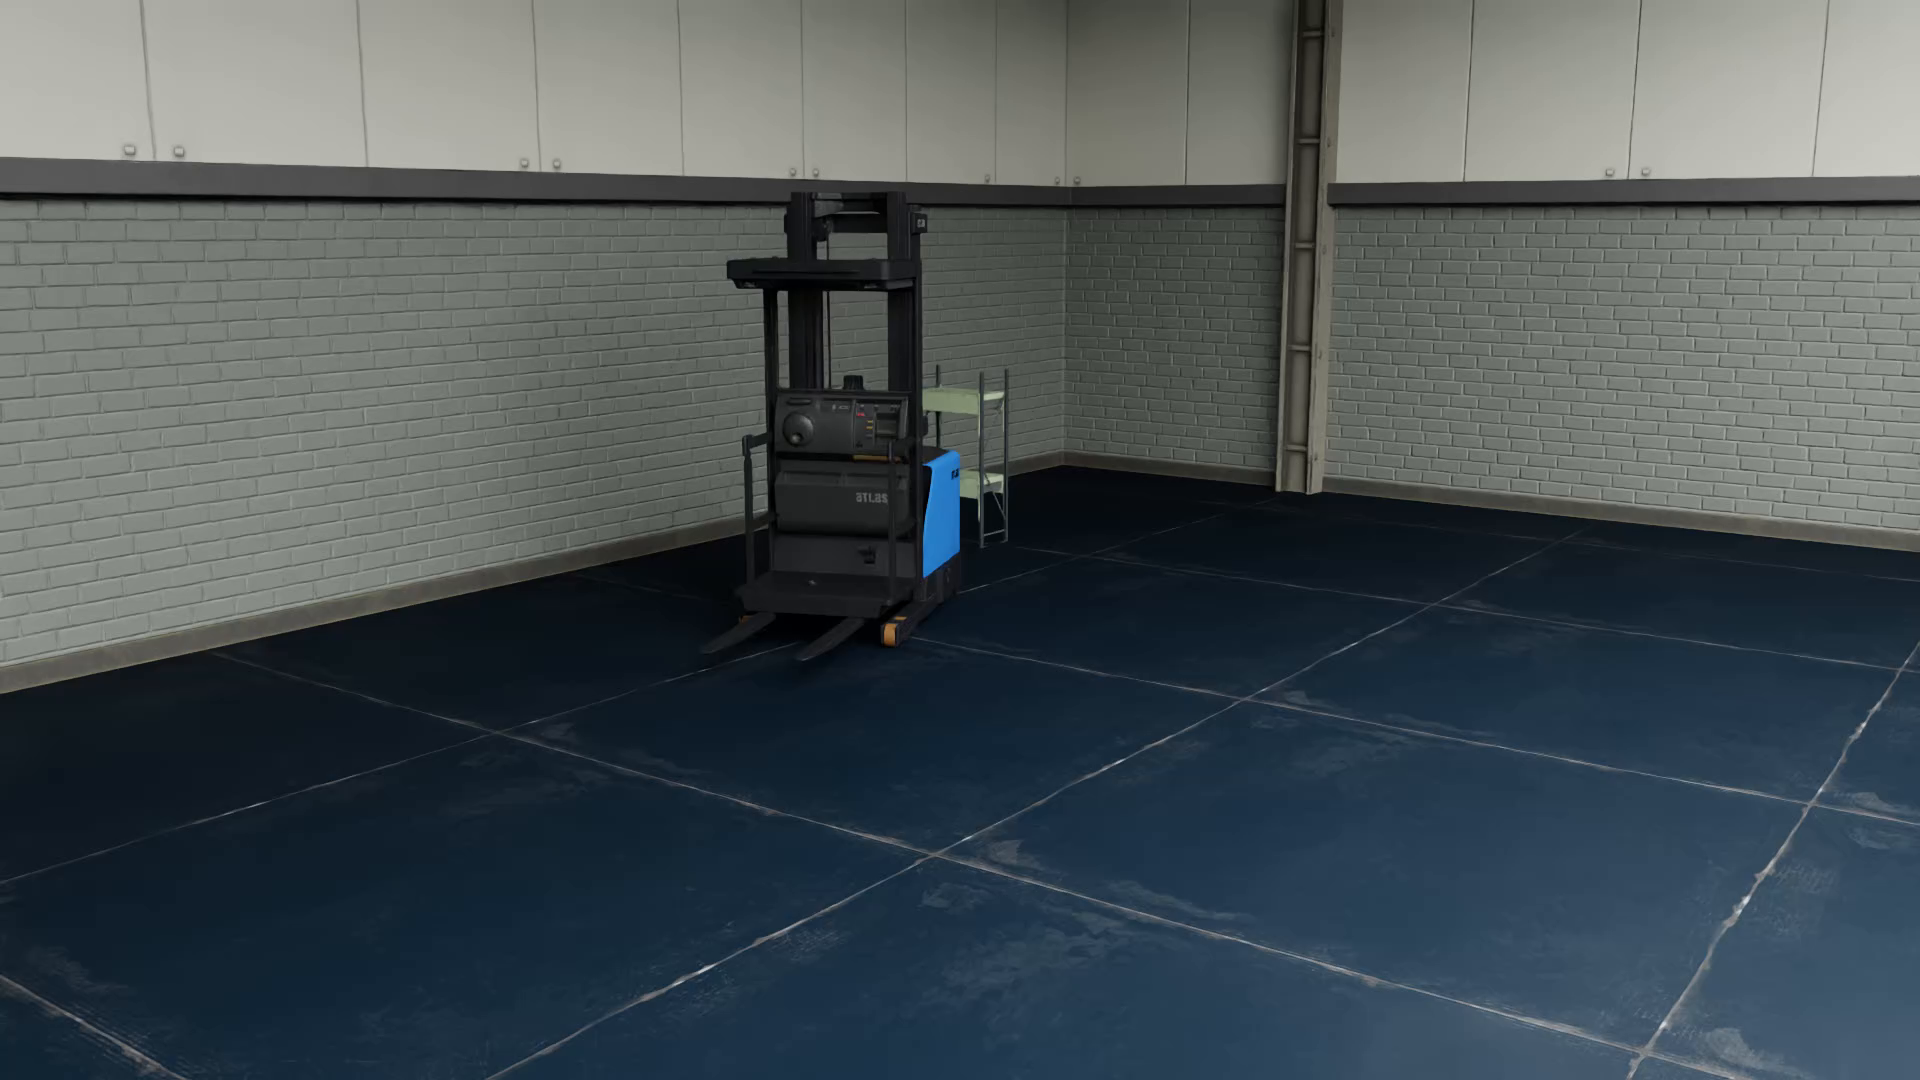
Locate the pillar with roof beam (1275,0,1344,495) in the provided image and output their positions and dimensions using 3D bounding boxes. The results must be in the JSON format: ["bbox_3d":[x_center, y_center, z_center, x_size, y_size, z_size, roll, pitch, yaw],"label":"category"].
[{"bbox_3d":[0.947,-4.264,12.881,0.400,9.000,9.100,8,13,36],"label":"pillar with roof beam"}]

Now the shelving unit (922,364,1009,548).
[{"bbox_3d":[-0.005,-0.737,14.391,0.755,1.500,0.431,8,13,36],"label":"shelving unit"}]

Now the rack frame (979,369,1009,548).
[{"bbox_3d":[0.290,-0.696,14.178,0.023,1.500,0.400,8,13,36],"label":"rack frame"}]

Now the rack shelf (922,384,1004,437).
[{"bbox_3d":[-0.005,-1.120,14.317,0.720,0.370,0.431,8,13,36],"label":"rack shelf"}]

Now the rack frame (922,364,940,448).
[{"bbox_3d":[-0.300,-0.778,14.604,0.023,1.500,0.400,8,13,36],"label":"rack frame"}]

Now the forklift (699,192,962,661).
[{"bbox_3d":[-0.852,-0.813,11.016,1.130,2.935,3.031,3,11,14],"label":"forklift"}]

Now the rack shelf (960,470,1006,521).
[{"bbox_3d":[-0.005,-0.417,14.453,0.720,0.370,0.431,8,13,36],"label":"rack shelf"}]
